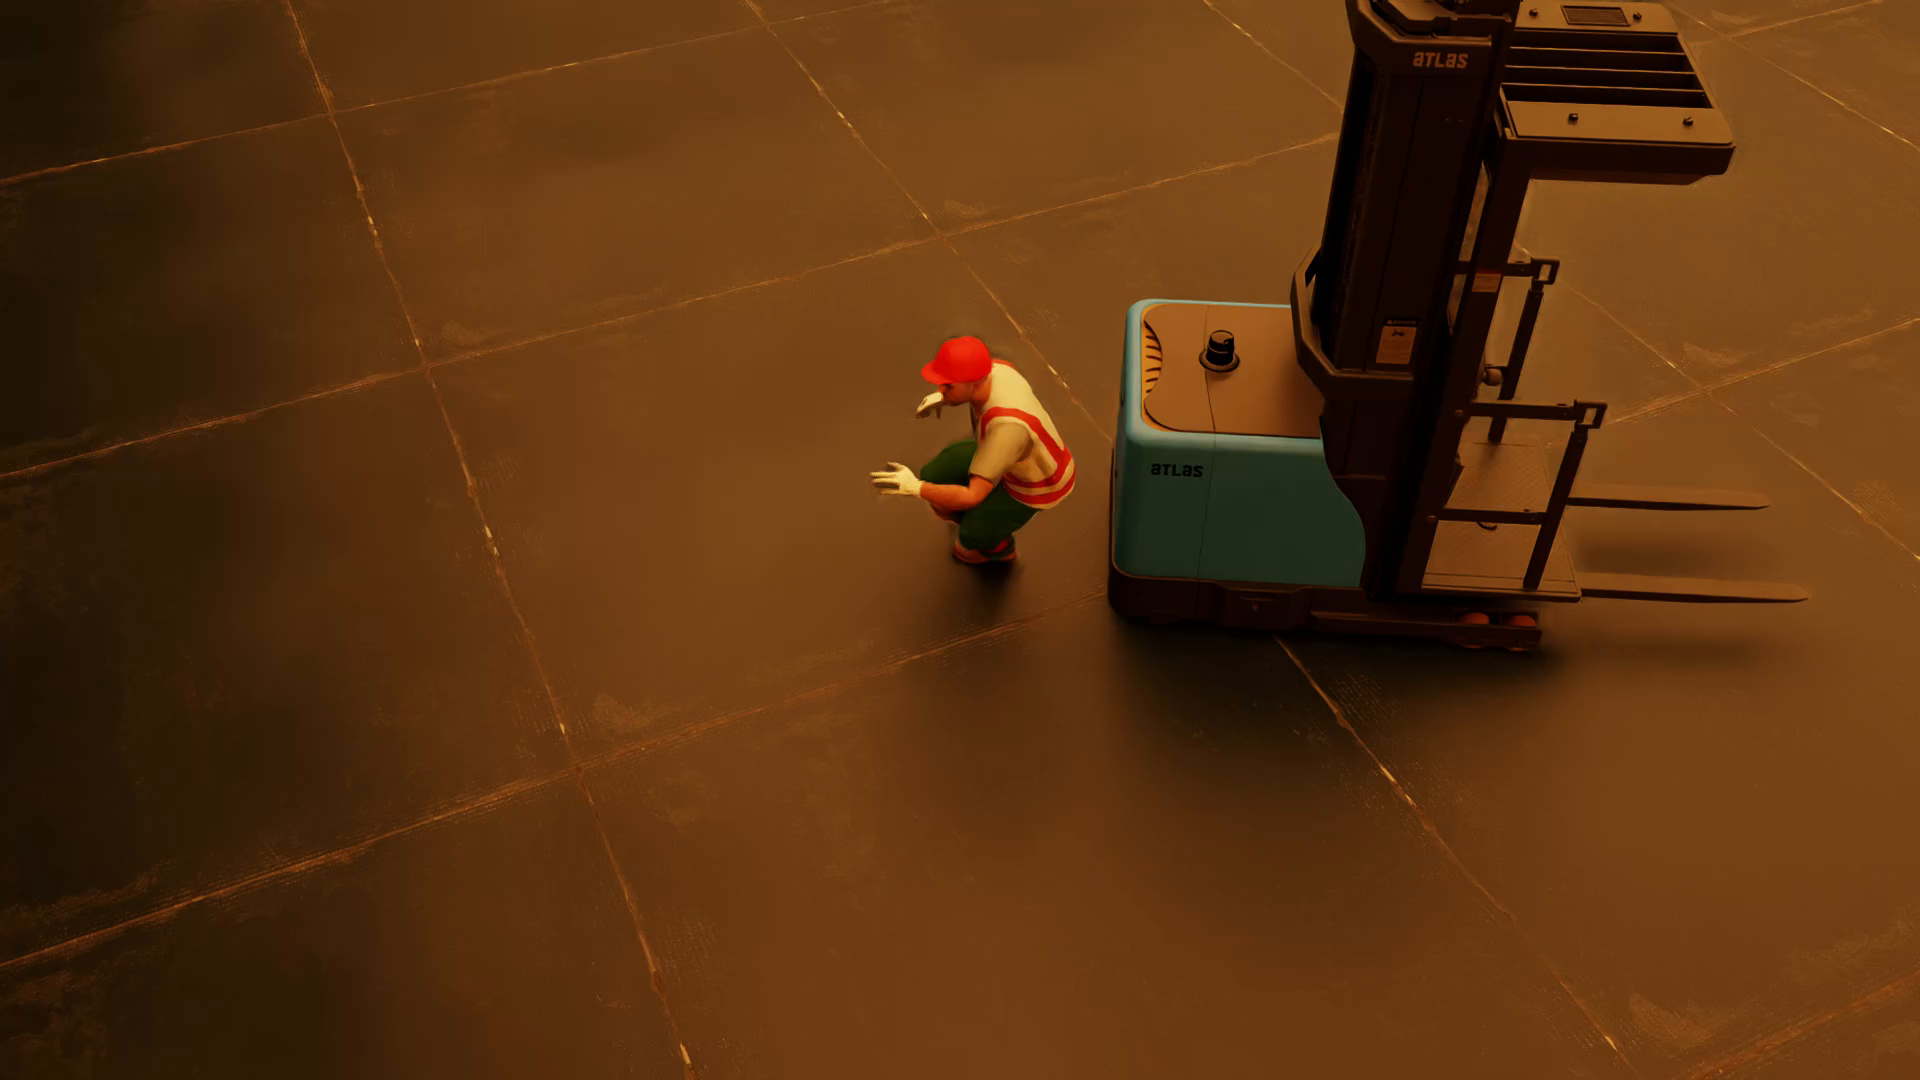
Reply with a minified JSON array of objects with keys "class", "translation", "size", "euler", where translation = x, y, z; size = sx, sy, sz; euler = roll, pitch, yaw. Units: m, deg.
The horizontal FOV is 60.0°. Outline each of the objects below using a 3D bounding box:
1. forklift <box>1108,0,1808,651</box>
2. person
[{"class":"forklift","translation":[2.207,-0.962,6.711],"size":[3.031,2.935,1.130],"euler":[3,43,3]},{"class":"person","translation":[-0.016,-0.302,7.043],"size":[0.919,1.529,1.067],"euler":[-15,45,-15]}]
